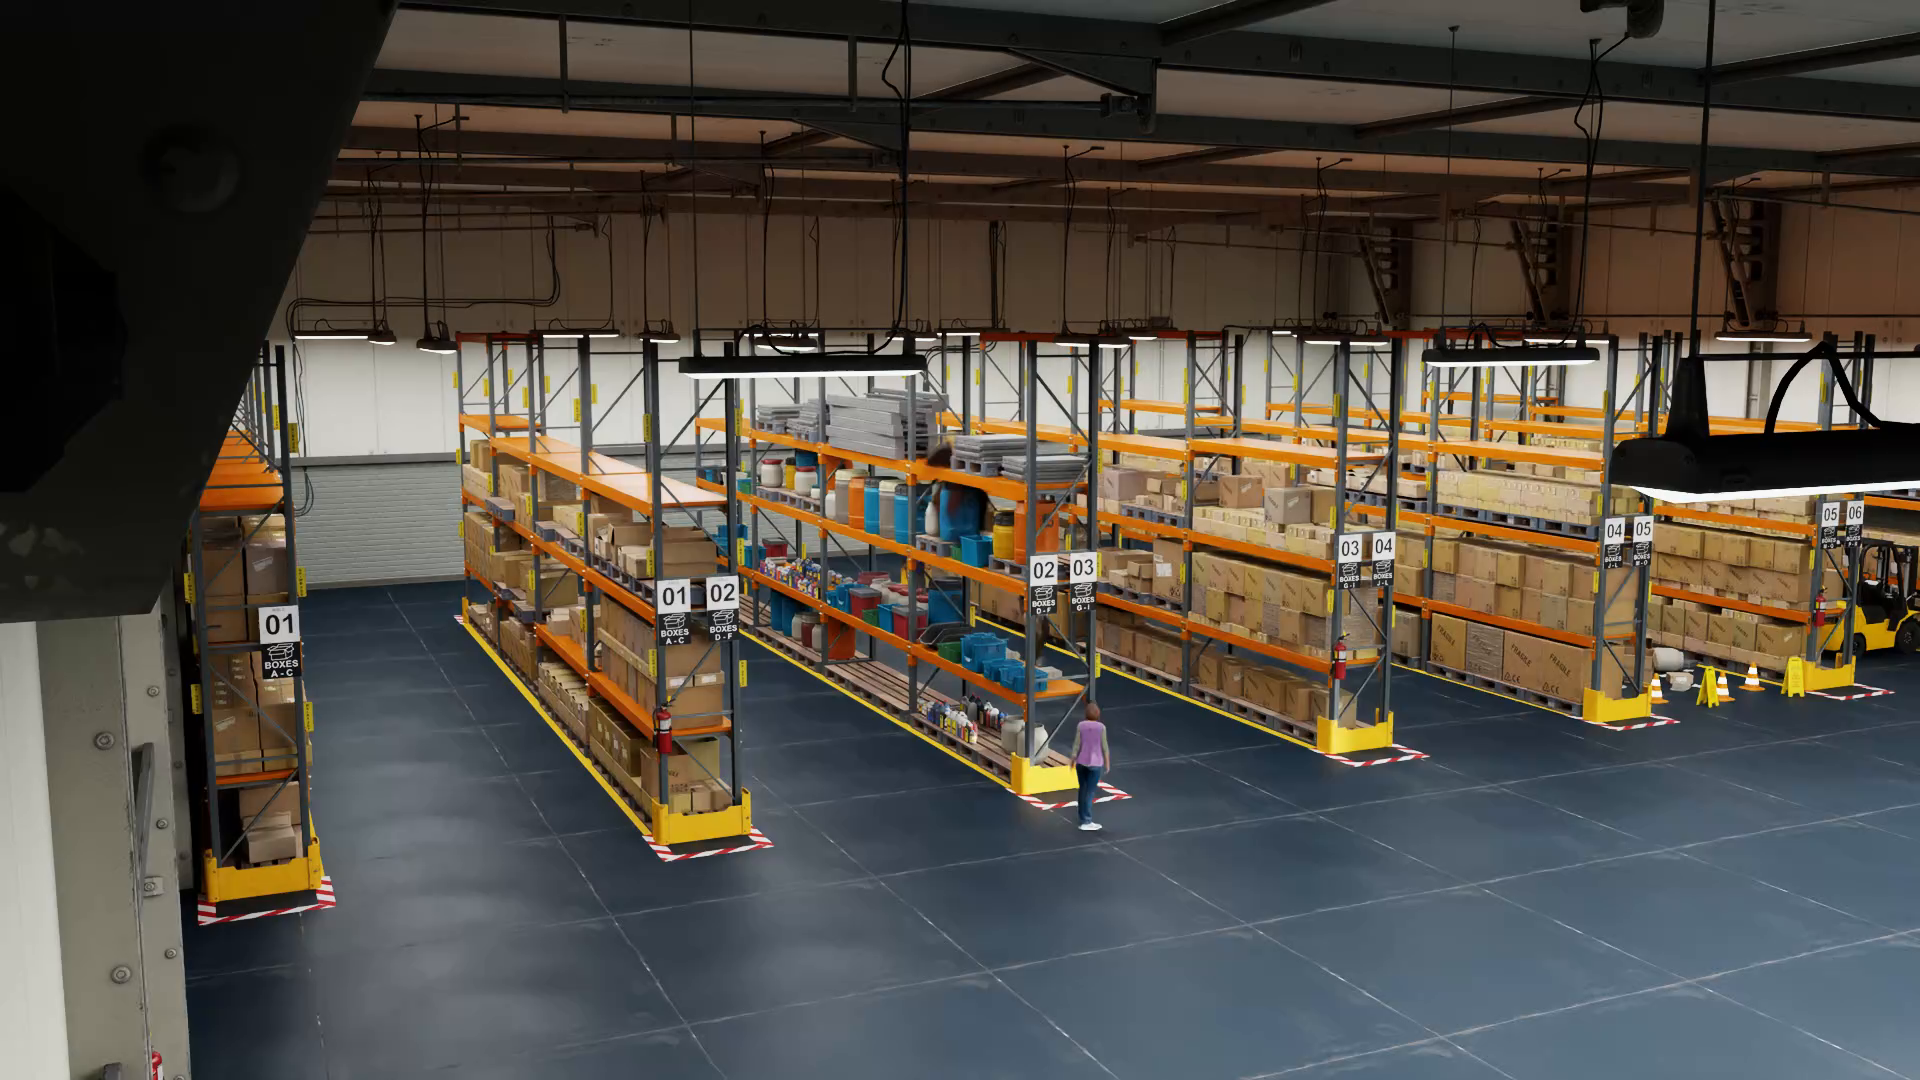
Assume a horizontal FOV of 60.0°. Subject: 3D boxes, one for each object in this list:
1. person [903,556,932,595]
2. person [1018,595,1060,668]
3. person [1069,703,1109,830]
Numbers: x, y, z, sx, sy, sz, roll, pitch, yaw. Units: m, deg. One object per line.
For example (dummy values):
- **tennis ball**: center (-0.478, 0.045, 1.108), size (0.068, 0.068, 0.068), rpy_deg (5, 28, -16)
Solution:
- **person**: center (-0.893, 0.827, 35.125), size (0.575, 1.674, 0.744), rpy_deg (-3, 8, -20)
- **person**: center (1.421, 1.447, 29.466), size (0.624, 1.753, 0.896), rpy_deg (-3, 8, -20)
- **person**: center (1.628, 2.780, 20.638), size (0.466, 1.591, 0.524), rpy_deg (5, 9, 32)
